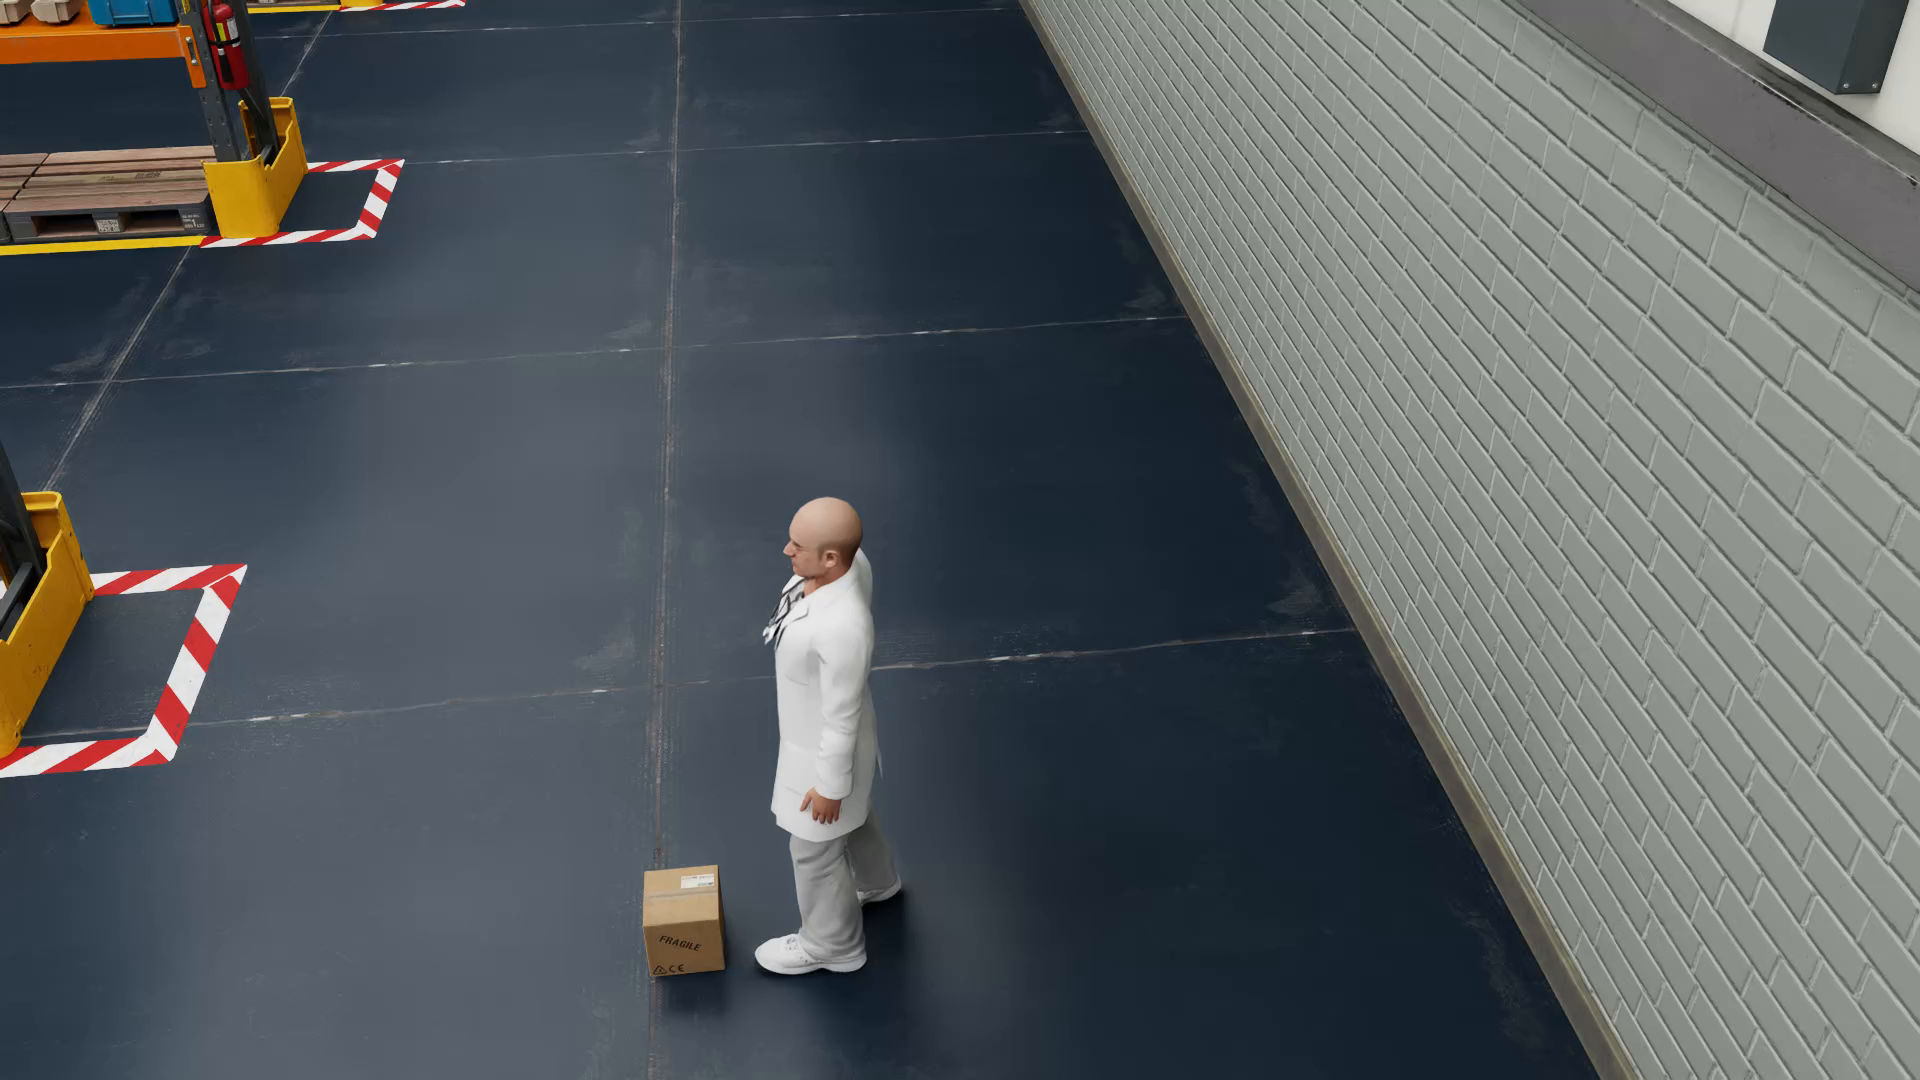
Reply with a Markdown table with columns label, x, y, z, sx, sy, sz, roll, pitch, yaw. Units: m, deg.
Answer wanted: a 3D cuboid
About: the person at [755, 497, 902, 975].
| label | x | y | z | sx | sy | sz | roll | pitch | yaw |
| --- | --- | --- | --- | --- | --- | --- | --- | --- | --- |
| person | -0.442 | 0.644 | 5.234 | 0.517 | 1.804 | 0.585 | -3 | 34 | -5 |
